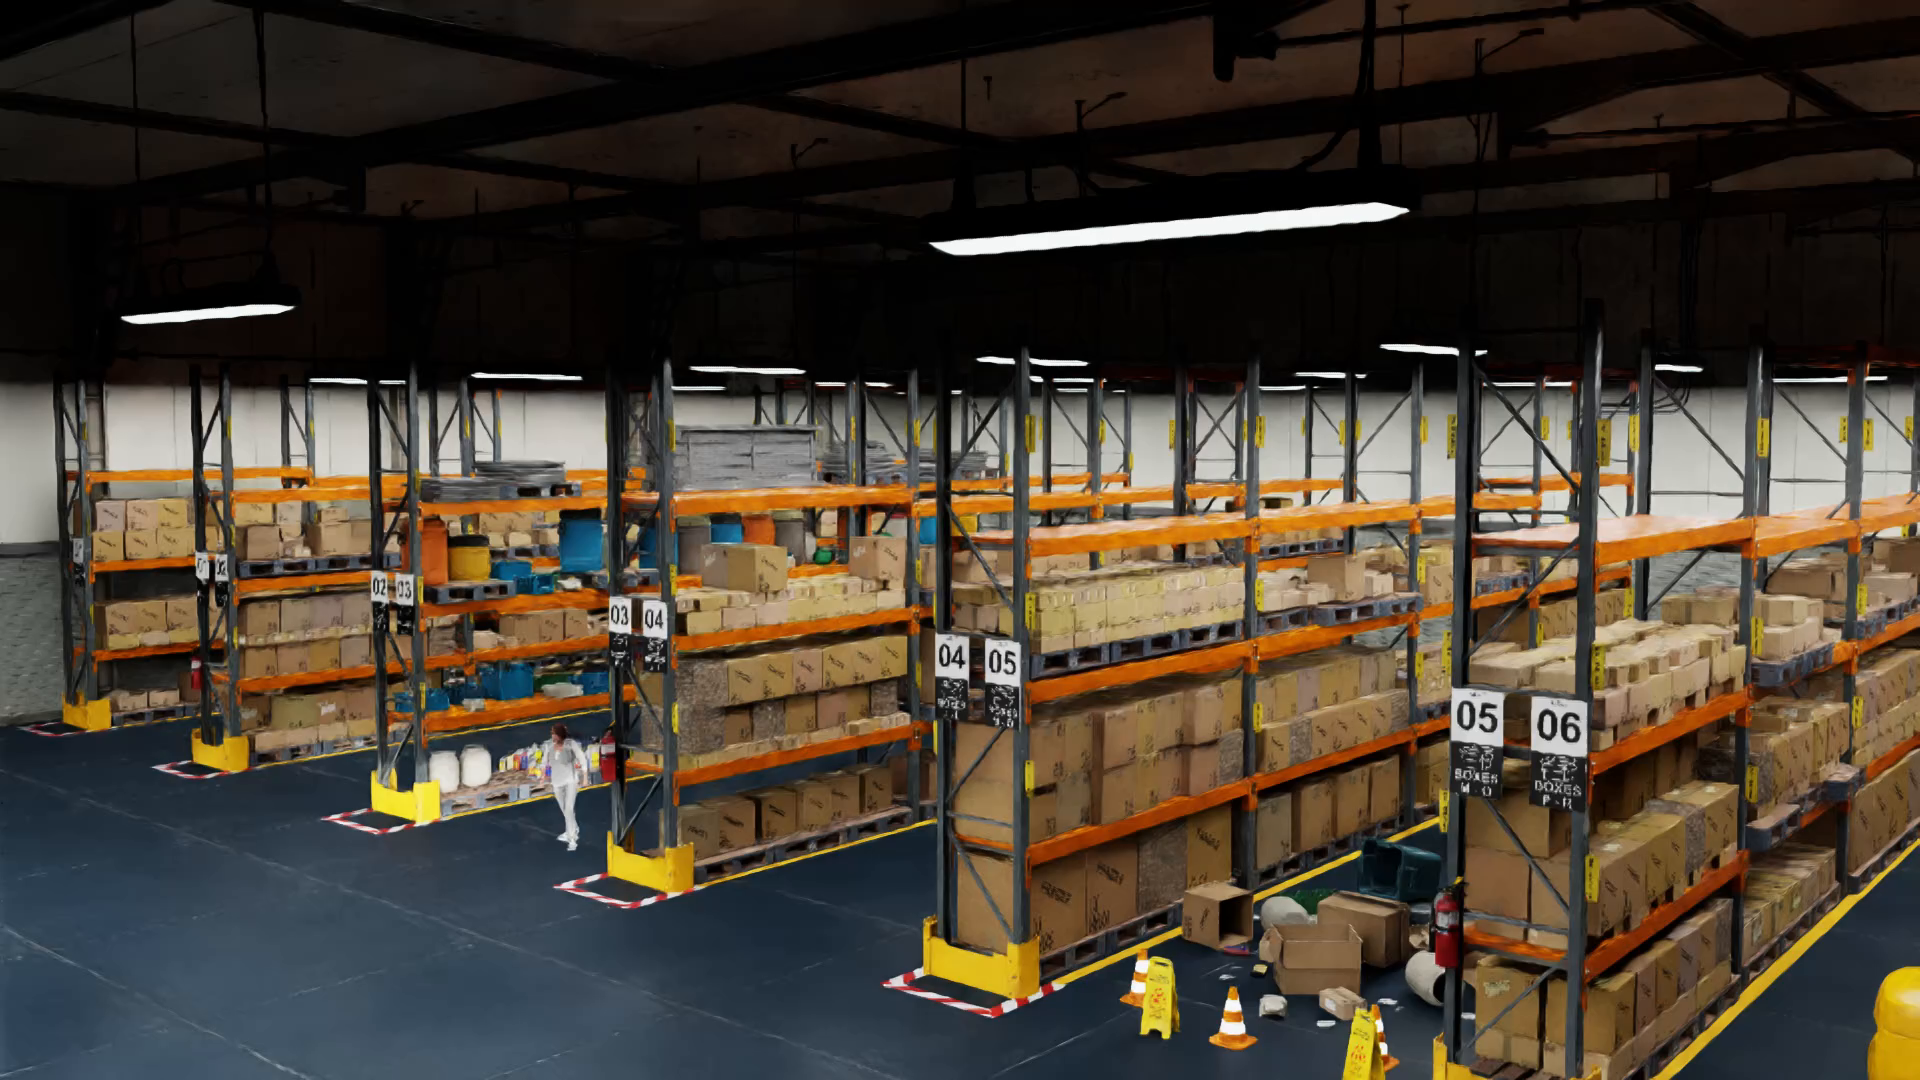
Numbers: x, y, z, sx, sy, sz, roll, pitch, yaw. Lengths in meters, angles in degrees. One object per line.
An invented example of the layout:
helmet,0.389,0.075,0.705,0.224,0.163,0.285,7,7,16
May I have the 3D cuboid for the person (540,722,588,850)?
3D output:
person,-4.761,2.939,20.126,0.574,1.535,0.749,1,4,20
